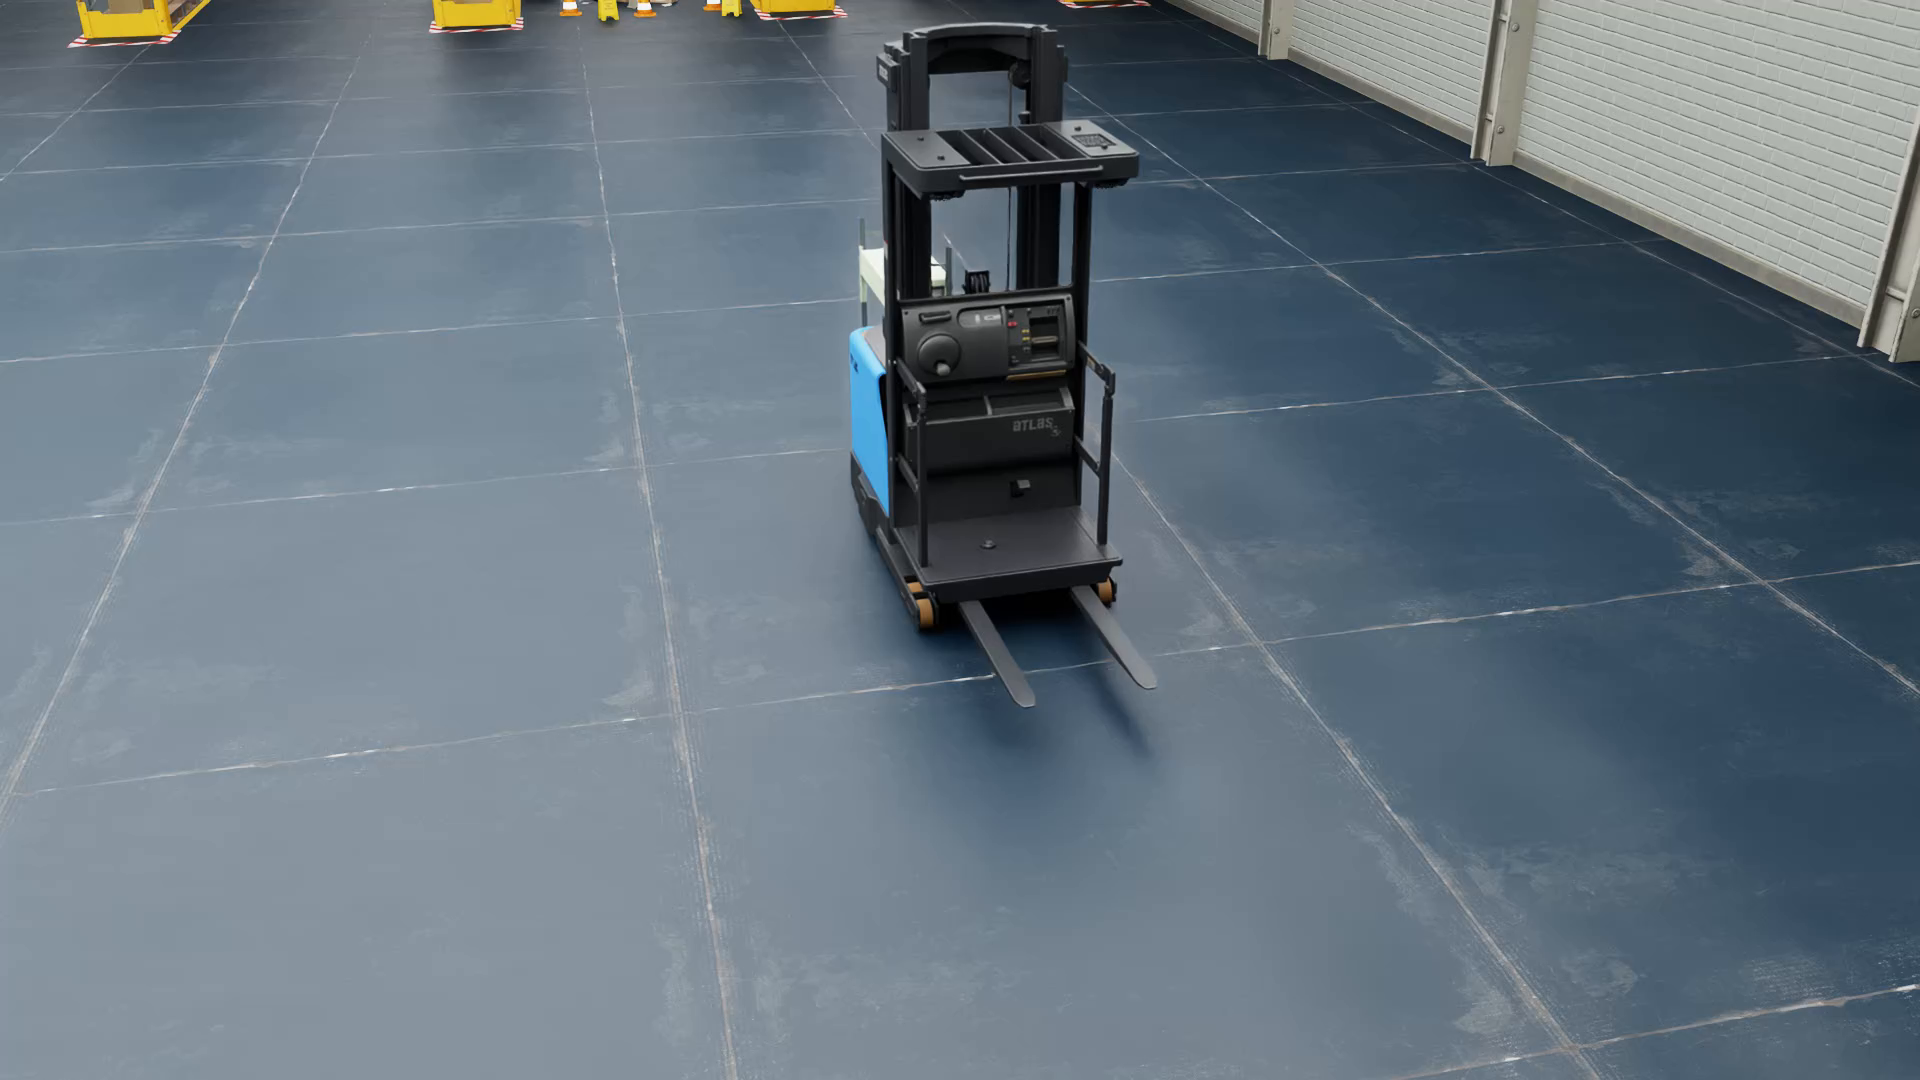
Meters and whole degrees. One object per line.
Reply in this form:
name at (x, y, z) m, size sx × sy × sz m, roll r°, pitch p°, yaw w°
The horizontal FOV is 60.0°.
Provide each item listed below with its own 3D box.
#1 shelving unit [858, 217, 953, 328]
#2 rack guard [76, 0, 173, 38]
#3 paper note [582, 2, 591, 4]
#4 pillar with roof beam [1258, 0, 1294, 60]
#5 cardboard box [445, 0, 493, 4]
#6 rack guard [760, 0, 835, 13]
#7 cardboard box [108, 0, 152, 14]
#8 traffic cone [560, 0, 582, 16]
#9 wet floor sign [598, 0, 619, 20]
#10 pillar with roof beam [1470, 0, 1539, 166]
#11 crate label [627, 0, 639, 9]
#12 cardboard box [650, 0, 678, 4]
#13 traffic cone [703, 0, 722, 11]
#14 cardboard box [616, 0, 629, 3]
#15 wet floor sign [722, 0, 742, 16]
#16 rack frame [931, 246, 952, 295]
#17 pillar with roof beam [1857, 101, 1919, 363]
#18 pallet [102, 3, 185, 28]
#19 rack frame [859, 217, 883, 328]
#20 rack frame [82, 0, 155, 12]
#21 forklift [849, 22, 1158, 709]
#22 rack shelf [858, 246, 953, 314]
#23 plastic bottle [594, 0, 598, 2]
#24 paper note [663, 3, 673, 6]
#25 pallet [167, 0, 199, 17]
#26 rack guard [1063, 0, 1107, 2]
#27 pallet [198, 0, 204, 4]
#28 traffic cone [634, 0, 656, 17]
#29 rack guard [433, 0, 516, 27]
shelving unit at (-0.343, -1.210, 10.483) m, size 0.431 × 1.500 × 0.755 m, roll -7°, pitch 28°, yaw -14°
rack guard at (-12.242, -7.670, 24.391) m, size 1.175 × 0.500 × 0.348 m, roll -6°, pitch 27°, yaw -12°
paper note at (-6.060, -8.728, 27.010) m, size 0.144 × 0.017 × 0.142 m, roll 3°, pitch 27°, yaw 6°
pillar with roof beam at (0.144, -10.269, 20.108) m, size 9.100 × 9.000 × 0.400 m, roll -6°, pitch 27°, yaw -12°
cardboard box at (-7.587, -8.742, 25.632) m, size 0.875 × 0.875 × 0.875 m, roll -6°, pitch 27°, yaw -11°
rack guard at (-2.587, -8.676, 26.385) m, size 1.175 × 0.500 × 0.348 m, roll -6°, pitch 27°, yaw -12°
cardboard box at (-12.349, -8.100, 24.777) m, size 0.500 × 0.500 × 0.500 m, roll -1°, pitch 27°, yaw -2°
traffic cone at (-6.106, -8.457, 25.991) m, size 0.336 × 0.463 × 0.334 m, roll -6°, pitch 27°, yaw -12°
wet floor sign at (-5.434, -8.349, 25.575) m, size 0.267 × 0.644 × 0.232 m, roll -11°, pitch 29°, yaw -20°
pillar with roof beam at (1.497, -7.635, 14.889) m, size 9.100 × 9.000 × 0.400 m, roll -6°, pitch 27°, yaw -12°
crate label at (-5.166, -8.615, 26.667) m, size 0.250 × 0.136 × 0.298 m, roll -23°, pitch 35°, yaw -38°
cardboard box at (-4.833, -8.856, 27.131) m, size 0.380 × 0.149 × 0.250 m, roll 8°, pitch 28°, yaw 15°
traffic cone at (-3.924, -8.684, 26.441) m, size 0.336 × 0.463 × 0.334 m, roll -6°, pitch 27°, yaw -12°
cardboard box at (-5.432, -9.158, 27.336) m, size 0.637 × 0.503 × 0.797 m, roll 19°, pitch 32°, yaw 32°
wet floor sign at (-3.569, -8.516, 25.905) m, size 0.267 × 0.644 × 0.232 m, roll 3°, pitch 27°, yaw 6°
rack frame at (-0.246, -1.051, 10.168) m, size 0.400 × 1.500 × 0.023 m, roll -7°, pitch 28°, yaw -14°
pillar with roof beam at (2.849, -5.001, 9.670) m, size 9.100 × 9.000 × 0.400 m, roll -6°, pitch 27°, yaw -12°
pallet at (-12.391, -7.901, 25.170) m, size 1.003 × 0.211 × 1.213 m, roll -6°, pitch 27°, yaw -12°
rack frame at (-0.440, -1.369, 10.798) m, size 0.400 × 1.500 × 0.023 m, roll -7°, pitch 28°, yaw -14°
rack frame at (-12.225, -8.752, 23.762) m, size 1.000 × 3.000 × 0.127 m, roll -6°, pitch 27°, yaw -12°
forklift at (0.213, -1.029, 8.535) m, size 1.130 × 2.935 × 3.031 m, roll -7°, pitch 28°, yaw -14°
rack shelf at (-0.343, -1.559, 10.307) m, size 0.431 × 0.370 × 0.720 m, roll -7°, pitch 28°, yaw -14°
plastic bottle at (-5.969, -8.894, 27.304) m, size 0.133 × 0.061 × 0.283 m, roll -16°, pitch 31°, yaw -29°
paper note at (-4.722, -8.646, 26.846) m, size 0.148 × 0.019 × 0.142 m, roll -16°, pitch 31°, yaw -29°
pallet at (-12.662, -8.436, 26.229) m, size 1.003 × 0.211 × 1.213 m, roll -6°, pitch 27°, yaw -12°
rack guard at (2.271, -9.138, 27.300) m, size 1.175 × 0.500 × 0.348 m, roll -6°, pitch 27°, yaw -12°
pallet at (-12.940, -8.972, 27.292) m, size 1.003 × 0.211 × 1.213 m, roll -6°, pitch 27°, yaw -12°
traffic cone at (-4.928, -8.422, 25.922) m, size 0.336 × 0.463 × 0.334 m, roll -6°, pitch 27°, yaw -12°
rack guard at (-7.364, -8.085, 25.214) m, size 1.175 × 0.500 × 0.348 m, roll -6°, pitch 27°, yaw -12°
